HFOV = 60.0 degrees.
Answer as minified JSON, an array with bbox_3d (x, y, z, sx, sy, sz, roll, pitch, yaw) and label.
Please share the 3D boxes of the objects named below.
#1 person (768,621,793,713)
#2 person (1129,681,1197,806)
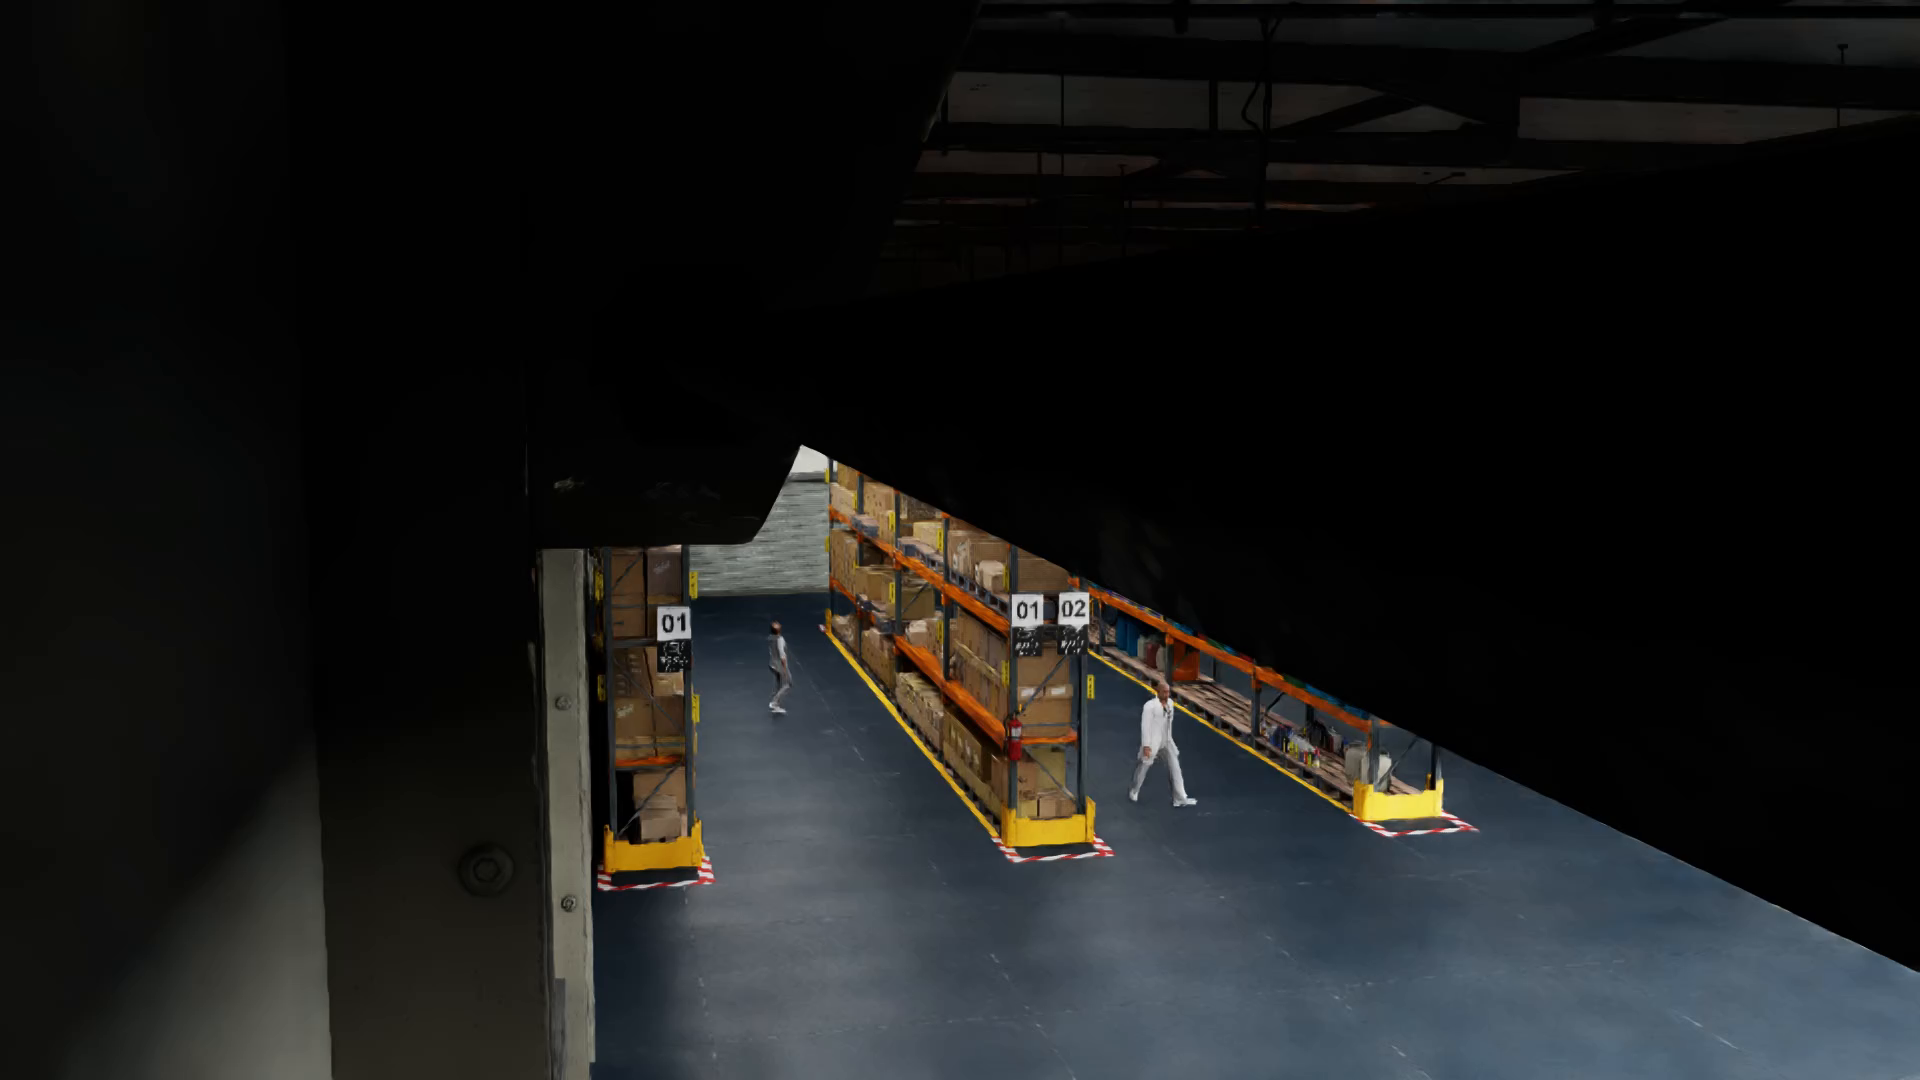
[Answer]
[{"bbox_3d":[-3.111,2.178,28.362,0.407,1.594,0.458,-6,9,-40],"label":"person"},{"bbox_3d":[2.737,2.775,22.786,0.635,1.735,1.030,-5,8,-35],"label":"person"}]
